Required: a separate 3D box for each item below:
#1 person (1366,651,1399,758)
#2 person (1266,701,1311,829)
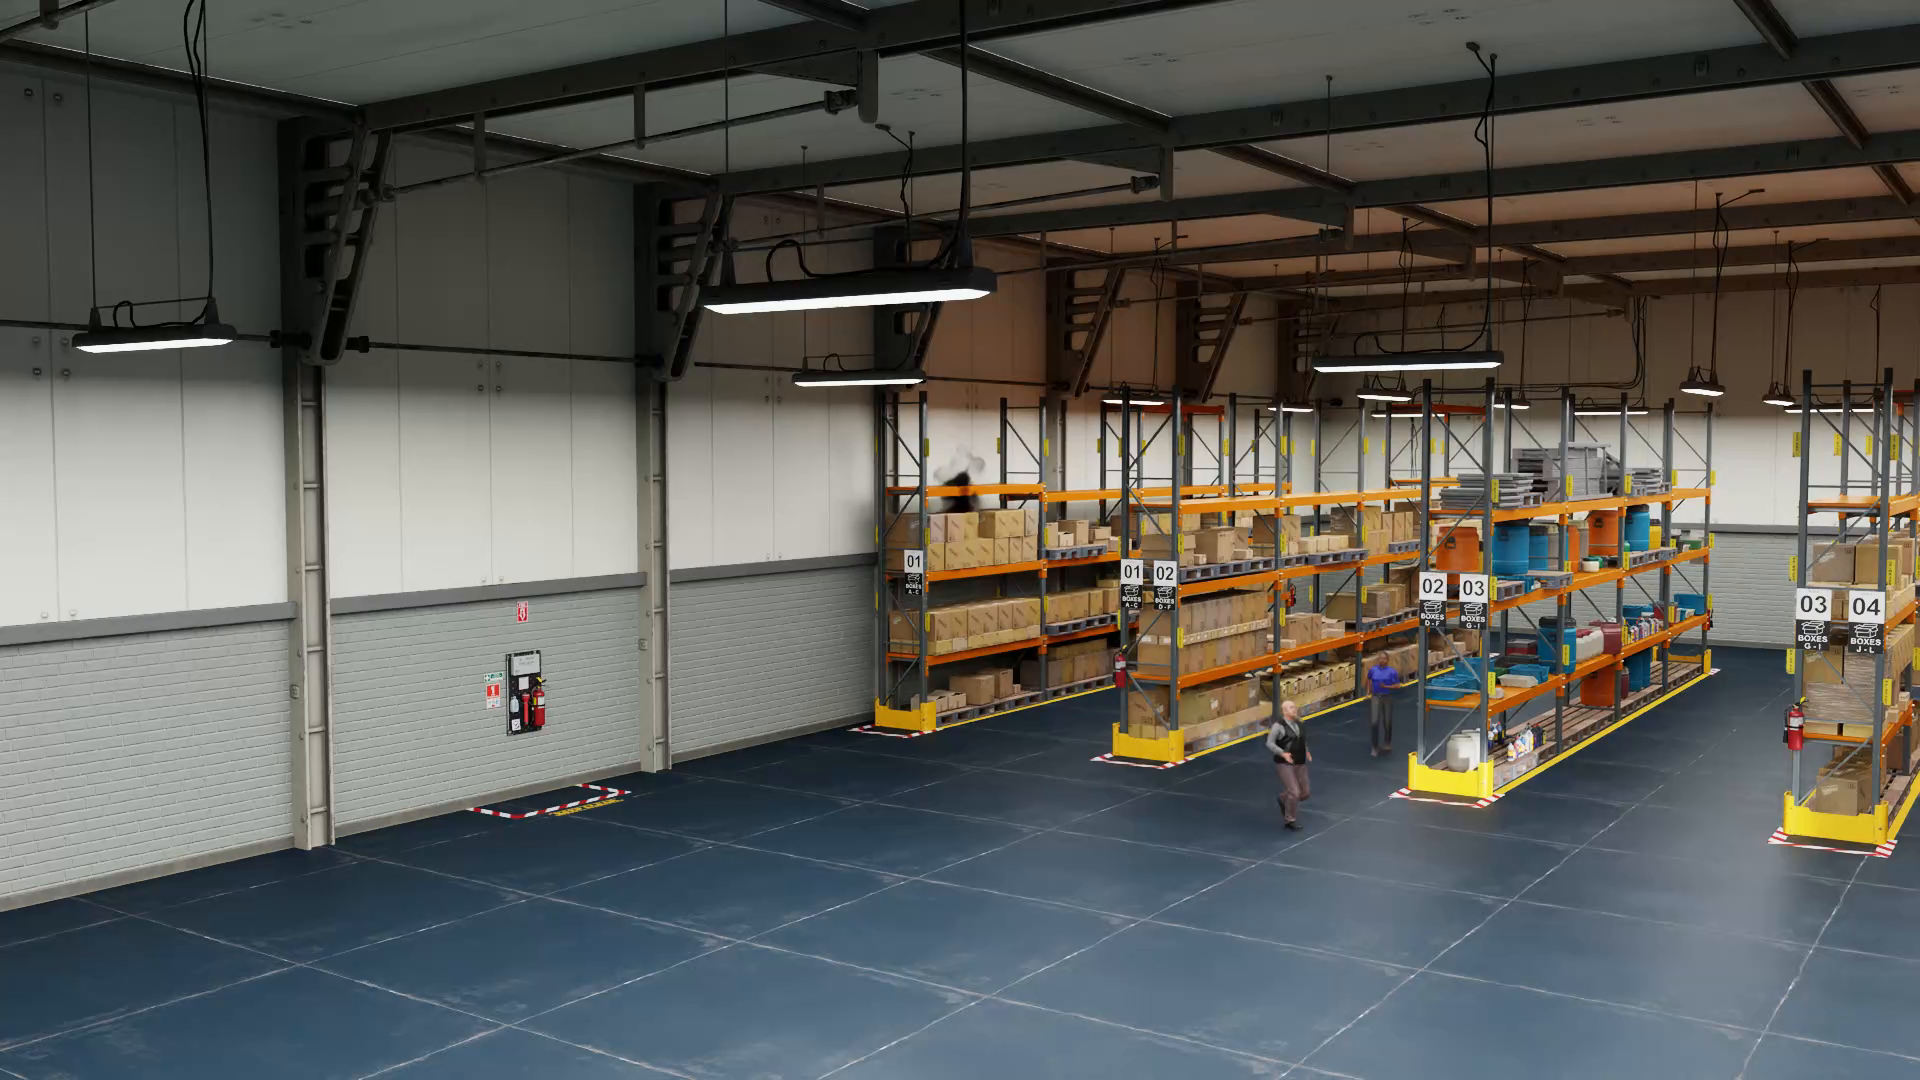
[{"bbox_3d":[6.884,2.669,27.122,0.547,1.718,0.777,1,3,19],"label":"person"},{"bbox_3d":[4.333,2.948,21.908,0.657,1.671,0.612,-2,4,-31],"label":"person"}]
